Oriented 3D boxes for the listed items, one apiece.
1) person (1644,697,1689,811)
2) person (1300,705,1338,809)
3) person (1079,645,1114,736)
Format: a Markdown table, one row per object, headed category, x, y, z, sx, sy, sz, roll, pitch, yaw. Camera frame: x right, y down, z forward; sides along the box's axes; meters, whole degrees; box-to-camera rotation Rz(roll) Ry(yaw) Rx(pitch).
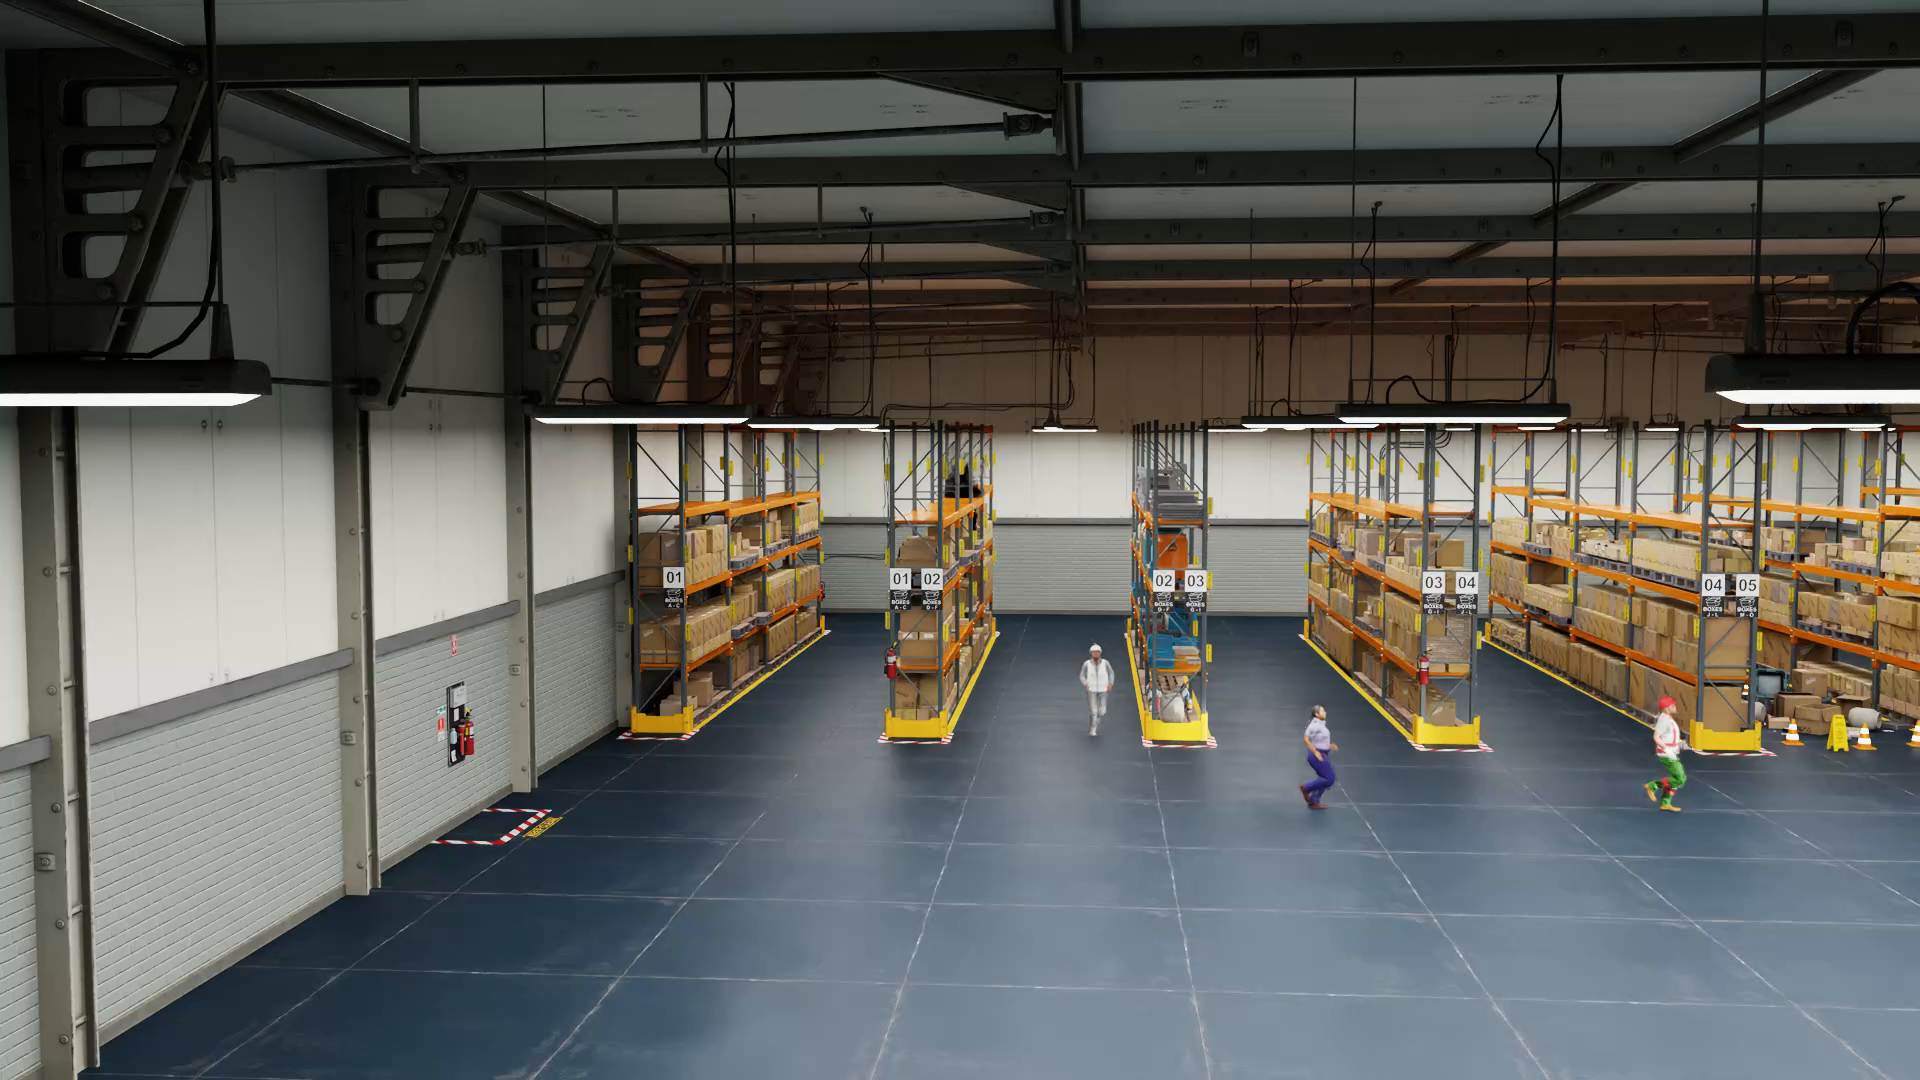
| category | x | y | z | sx | sy | sz | roll | pitch | yaw |
| --- | --- | --- | --- | --- | --- | --- | --- | --- | --- |
| person | 10.777 | 3.254 | 25.288 | 0.546 | 1.738 | 0.658 | 2 | 4 | 28 |
| person | 5.498 | 3.317 | 25.430 | 0.547 | 1.603 | 0.607 | 1 | 4 | 19 |
| person | 2.611 | 2.855 | 31.768 | 0.669 | 1.732 | 0.639 | 0 | 4 | 0 |
